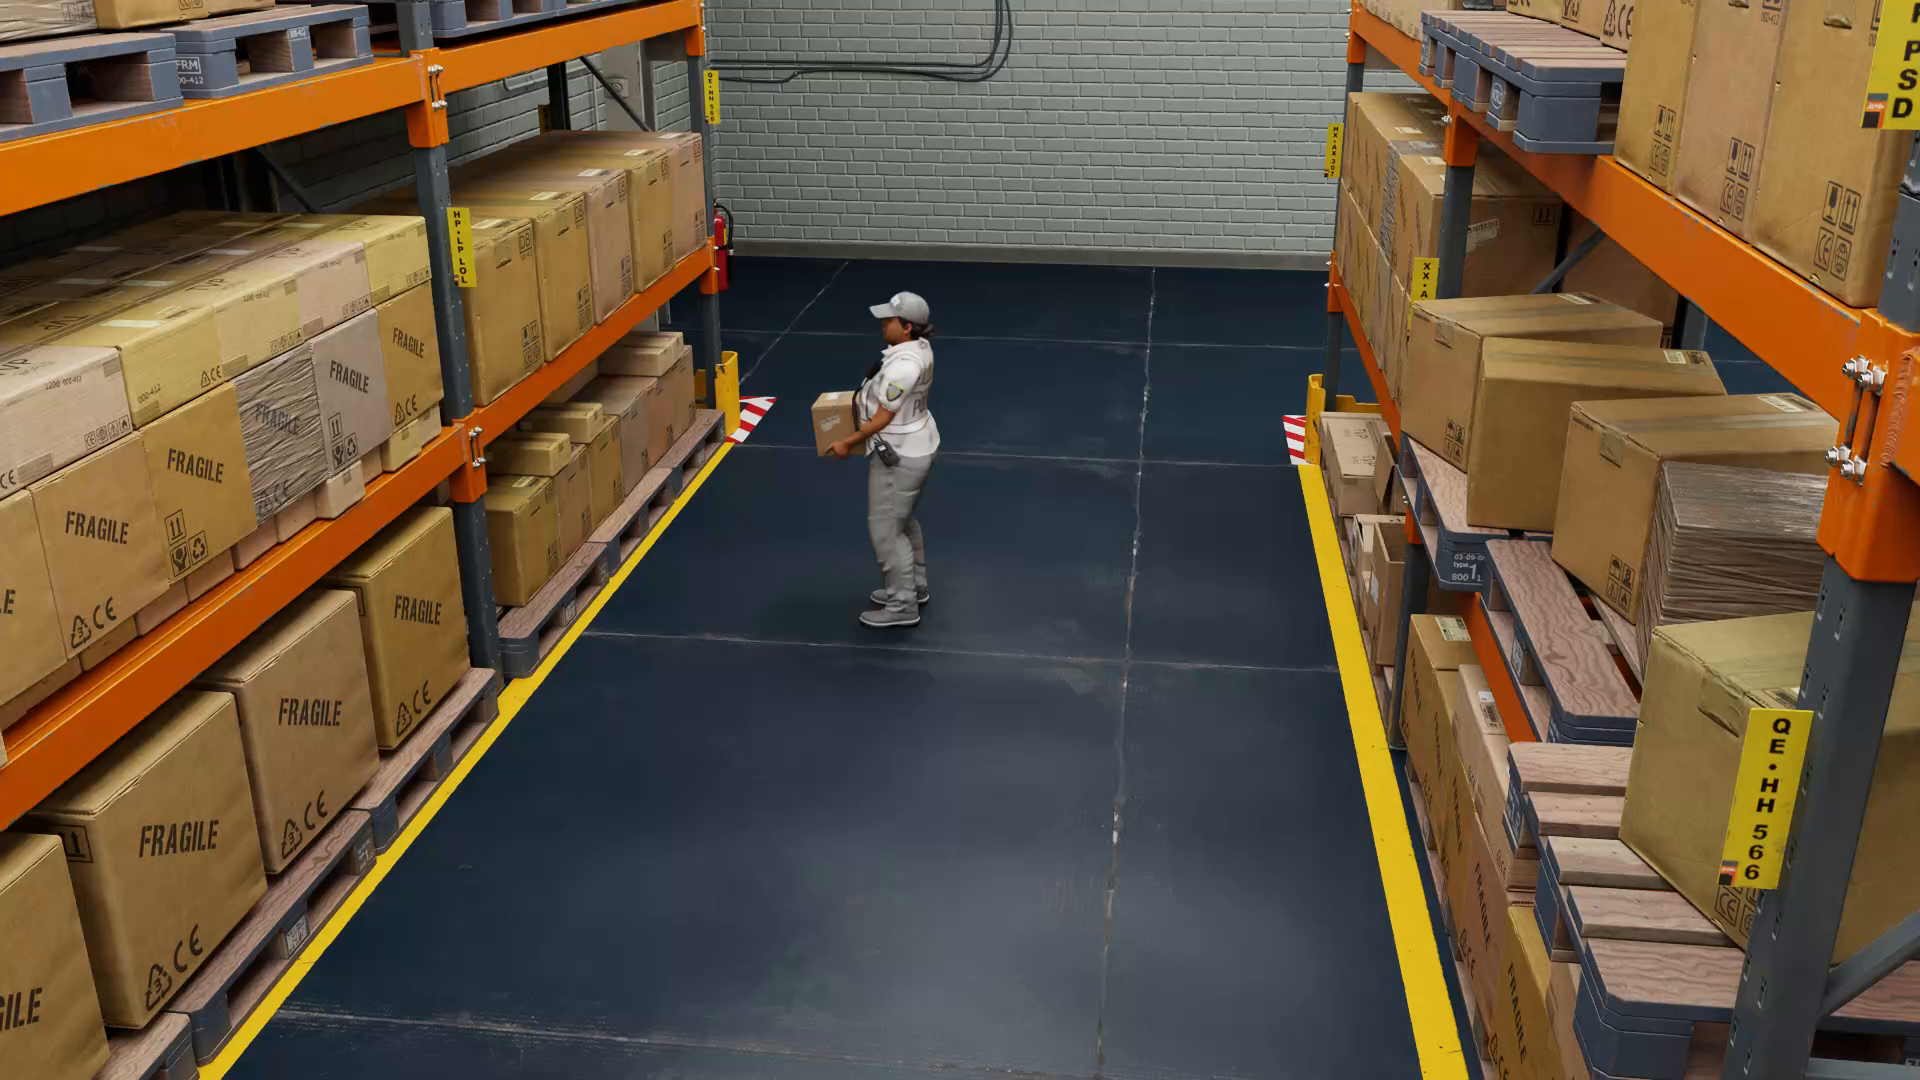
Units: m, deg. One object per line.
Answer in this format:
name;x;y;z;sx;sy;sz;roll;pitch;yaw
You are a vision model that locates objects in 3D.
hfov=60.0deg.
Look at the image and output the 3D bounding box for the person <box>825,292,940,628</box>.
person;-0.371;-0.403;8.128;0.535;1.654;0.452;3;21;7
